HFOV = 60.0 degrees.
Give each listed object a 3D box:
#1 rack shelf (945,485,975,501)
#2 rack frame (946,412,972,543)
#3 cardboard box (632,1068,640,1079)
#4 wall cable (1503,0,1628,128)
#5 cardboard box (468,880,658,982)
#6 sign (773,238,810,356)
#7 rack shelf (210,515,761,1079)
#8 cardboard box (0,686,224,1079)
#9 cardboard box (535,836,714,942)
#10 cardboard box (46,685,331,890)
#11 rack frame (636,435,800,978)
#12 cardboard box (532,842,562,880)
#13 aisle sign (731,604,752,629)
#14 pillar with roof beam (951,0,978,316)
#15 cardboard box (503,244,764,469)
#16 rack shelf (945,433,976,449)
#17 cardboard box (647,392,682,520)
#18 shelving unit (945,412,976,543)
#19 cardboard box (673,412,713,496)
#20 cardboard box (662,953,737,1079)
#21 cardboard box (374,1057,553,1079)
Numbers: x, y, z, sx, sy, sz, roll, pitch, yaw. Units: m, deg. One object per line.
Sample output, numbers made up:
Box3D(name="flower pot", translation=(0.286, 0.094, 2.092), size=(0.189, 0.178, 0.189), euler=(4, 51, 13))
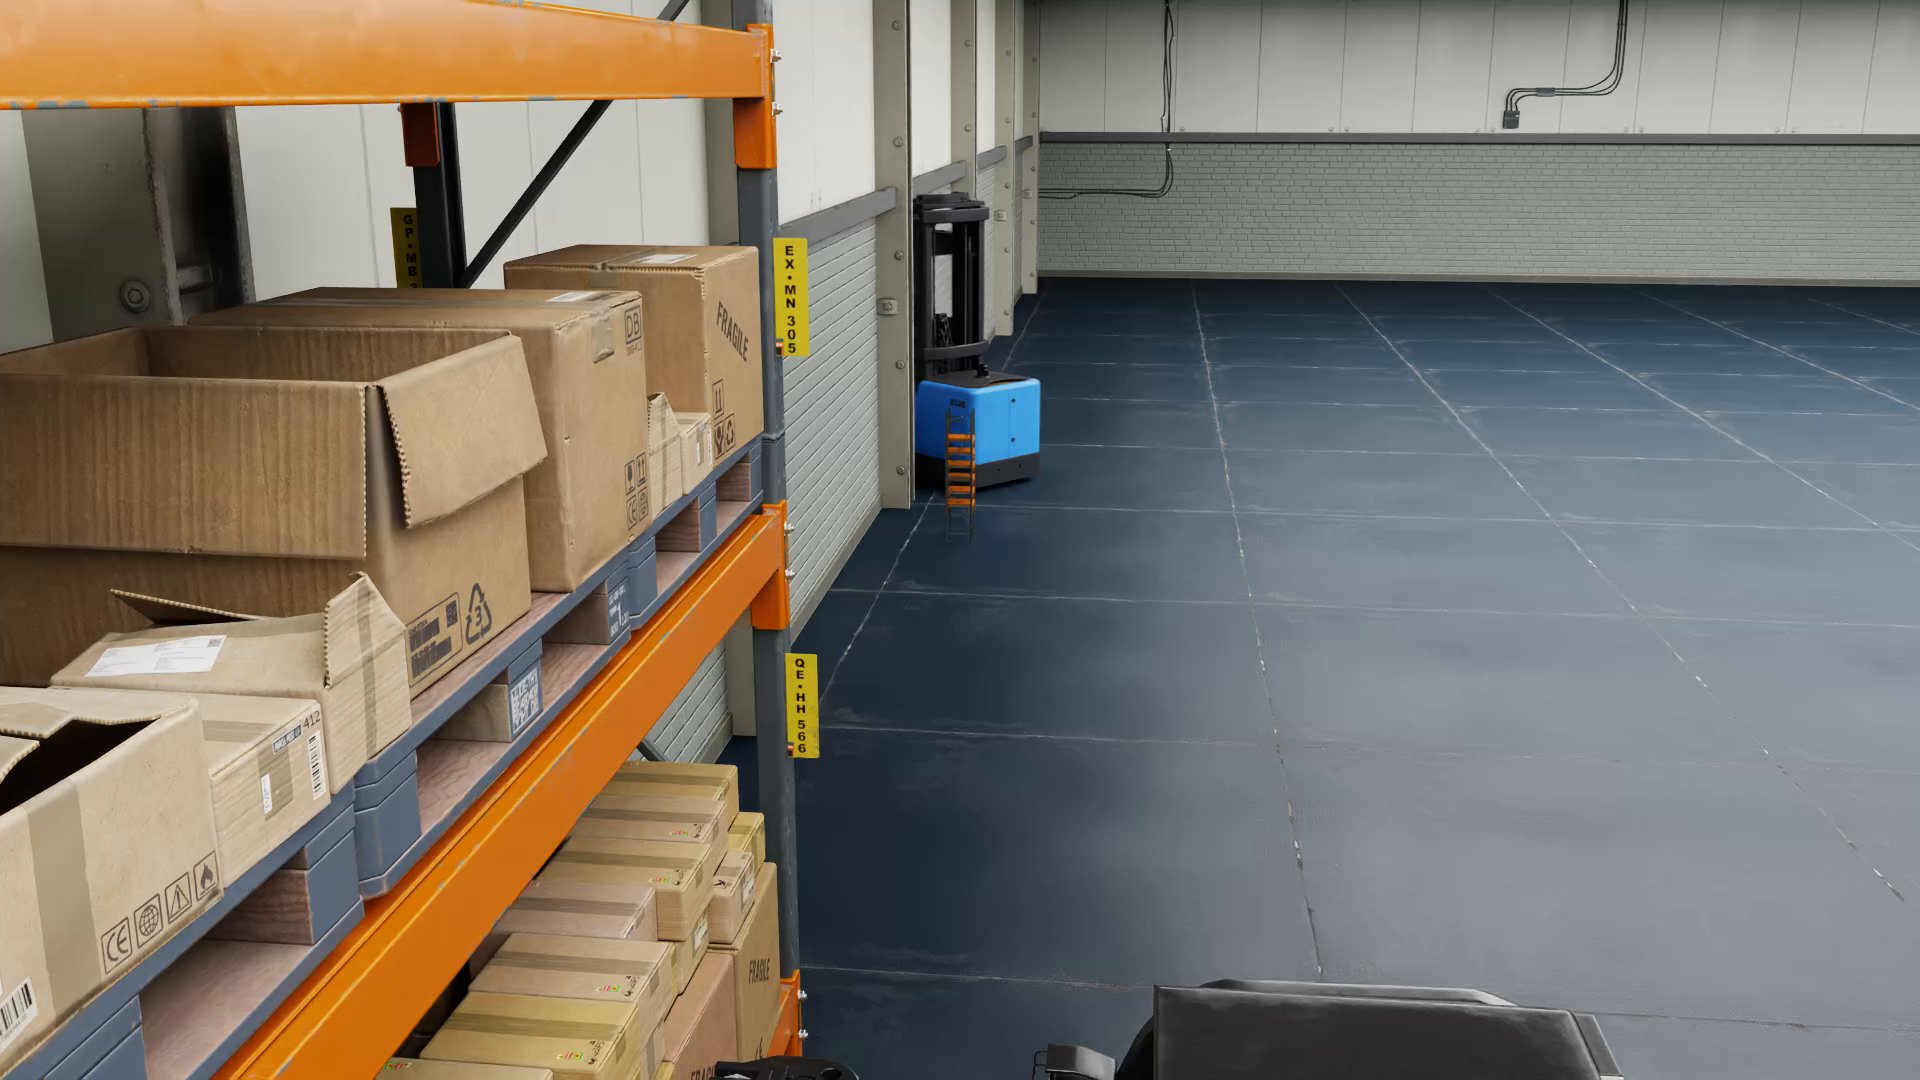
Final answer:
Box3D(name="rack shelf", translation=(0.002, -0.424, 15.062), size=(0.258, 0.103, 0.180), euler=(2, 15, 6))
Box3D(name="rack frame", translation=(-0.009, -0.559, 14.932), size=(0.240, 1.200, 0.006), euler=(2, 15, 6))
Box3D(name="cardboard box", translation=(-0.889, 1.216, 3.484), size=(0.380, 0.149, 0.250), euler=(2, 15, 7))
Box3D(name="wall cable", translation=(12.481, -11.460, 33.789), size=(2.305, 6.003, 0.169), euler=(2, 15, 6))
Box3D(name="cardboard box", translation=(-0.940, 0.936, 3.951), size=(0.380, 0.149, 0.250), euler=(2, 15, 7))
Box3D(name="sign", translation=(-0.470, -0.672, 4.609), size=(0.100, 0.325, 0.005), euler=(2, 15, 6))
Box3D(name="rack shelf", translation=(-1.233, 0.435, 2.927), size=(0.919, 0.052, 3.809), euler=(2, 15, 6))
Box3D(name="cardboard box", translation=(-1.123, 0.319, 1.665), size=(0.500, 0.311, 0.500), euler=(2, 15, 7))
Box3D(name="cardboard box", translation=(-0.838, 0.873, 4.181), size=(0.380, 0.149, 0.250), euler=(2, 15, 8))
Box3D(name="cardboard box", translation=(-1.020, 0.299, 2.049), size=(0.380, 0.149, 0.250), euler=(2, 15, 8))
Box3D(name="rack frame", translation=(-1.008, 1.146, 5.178), size=(1.000, 3.000, 0.127), euler=(2, 15, 6))
Box3D(name="cardboard box", translation=(-1.268, 0.931, 4.540), size=(0.380, 0.149, 0.250), euler=(2, 15, 6))
Box3D(name="aisle sign", translation=(-0.708, -0.118, 4.870), size=(0.394, 0.787, 0.004), euler=(2, 15, 6))
Box3D(name="pillar with roof beam", translation=(4.327, -6.138, 20.621), size=(9.100, 9.000, 0.400), euler=(2, 15, 6))
Box3D(name="cardboard box", translation=(-0.815, -0.479, 4.255), size=(0.500, 0.500, 0.500), euler=(2, 15, 8))
Box3D(name="rack shelf", translation=(0.002, -0.888, 14.937), size=(0.258, 0.103, 0.180), euler=(2, 15, 6))
Box3D(name="cardboard box", translation=(-0.828, -0.199, 3.665), size=(0.396, 0.266, 0.258), euler=(2, 15, 6))
Box3D(name="shelving unit", translation=(1.505, 2.026, 4.223), size=(5.752, 1.800, 21.905), euler=(2, 15, 6))
Box3D(name="cardboard box", translation=(-0.799, -0.208, 3.924), size=(0.380, 0.149, 0.250), euler=(1, 15, 5))
Box3D(name="cardboard box", translation=(-0.870, 1.367, 4.168), size=(0.500, 0.500, 0.500), euler=(2, 15, 8))
Box3D(name="cardboard box", translation=(-1.006, 1.138, 3.203), size=(0.380, 0.149, 0.250), euler=(2, 15, 7))
